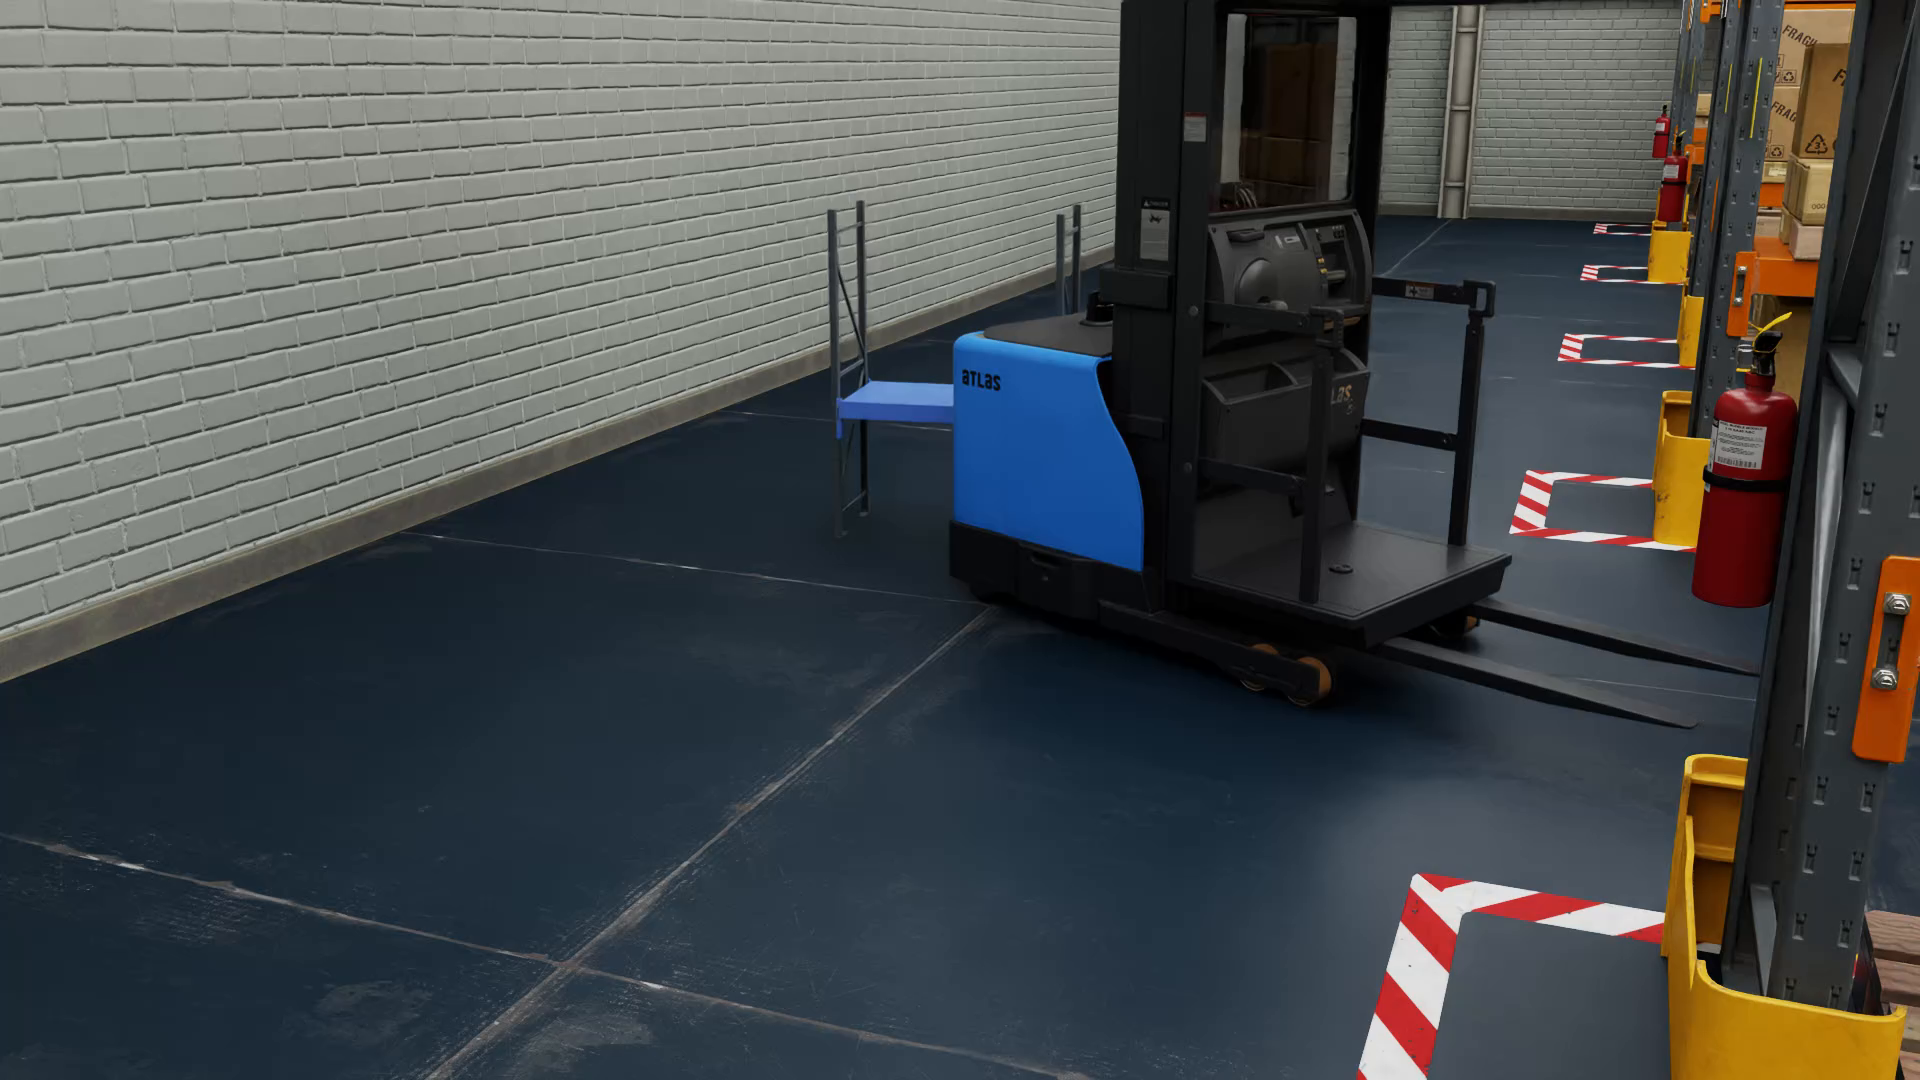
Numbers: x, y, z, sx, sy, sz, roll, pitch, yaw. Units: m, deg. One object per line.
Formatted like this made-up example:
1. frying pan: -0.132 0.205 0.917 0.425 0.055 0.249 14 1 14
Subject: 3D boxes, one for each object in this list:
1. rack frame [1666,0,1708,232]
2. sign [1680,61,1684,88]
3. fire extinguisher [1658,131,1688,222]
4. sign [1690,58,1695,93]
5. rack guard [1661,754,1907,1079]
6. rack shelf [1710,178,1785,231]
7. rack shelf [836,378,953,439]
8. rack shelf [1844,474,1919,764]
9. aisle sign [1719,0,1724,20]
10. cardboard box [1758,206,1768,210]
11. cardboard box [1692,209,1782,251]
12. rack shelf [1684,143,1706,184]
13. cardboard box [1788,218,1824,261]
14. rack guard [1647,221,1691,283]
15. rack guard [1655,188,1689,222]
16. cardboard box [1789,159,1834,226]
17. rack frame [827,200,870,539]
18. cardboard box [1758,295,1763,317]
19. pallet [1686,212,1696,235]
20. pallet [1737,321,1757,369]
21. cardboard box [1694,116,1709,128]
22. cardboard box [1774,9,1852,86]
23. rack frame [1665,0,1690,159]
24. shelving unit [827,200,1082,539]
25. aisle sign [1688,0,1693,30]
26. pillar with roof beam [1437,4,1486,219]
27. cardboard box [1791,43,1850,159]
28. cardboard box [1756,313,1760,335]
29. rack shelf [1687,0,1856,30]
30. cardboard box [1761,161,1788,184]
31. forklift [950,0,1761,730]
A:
1. rack frame: 7.211 -4.128 16.512 0.127 3.000 1.000 6 17 21
2. sign: 8.830 -5.691 20.343 0.005 0.325 0.100 6 17 21
3. fire extinguisher: 5.424 -2.763 12.618 0.183 0.674 0.296 6 17 21
4. sign: 7.002 -4.438 15.887 0.005 0.325 0.100 6 17 21
5. rack guard: 1.730 0.928 3.580 0.348 0.500 1.175 6 17 21
6. rack shelf: 7.349 -2.284 11.450 4.000 0.370 1.077 6 17 21
7. rack shelf: -0.015 -0.588 7.655 1.000 0.185 0.538 4 17 12
8. rack shelf: 3.618 0.277 2.630 4.000 0.370 1.077 6 17 21
9. aisle sign: 5.531 -4.167 11.986 0.004 0.787 0.394 6 17 21
10. cardboard box: 9.944 -4.107 20.802 0.250 0.149 0.380 6 17 18
11. cardboard box: 7.861 -3.058 16.668 0.875 0.438 0.875 6 17 19
12. rack shelf: 9.071 -3.578 15.908 4.000 0.370 1.077 6 17 21
13. cardboard box: 3.784 -1.315 7.274 0.250 0.149 0.380 6 17 21
14. rack guard: 7.188 -2.930 16.869 0.348 0.500 1.175 6 17 21
15. rack guard: 9.099 -4.207 21.270 0.348 0.500 1.175 6 17 21
16. cardboard box: 3.922 -1.509 7.228 0.500 0.250 0.500 6 17 19
17. rack frame: -0.511 -0.792 7.712 0.032 1.500 0.500 4 17 12
18. cardboard box: 5.882 -1.689 11.938 0.250 0.149 0.380 7 18 23
19. pallet: 9.841 -3.987 21.030 1.213 0.211 1.003 6 17 21
20. pallet: 6.302 -1.395 12.099 1.213 0.211 1.003 6 17 21
21. cardboard box: 9.234 -5.190 20.622 0.250 0.149 0.380 6 17 20
22. cardboard box: 5.809 -3.390 11.464 0.500 0.500 0.500 6 17 20
23. rack frame: 9.029 -5.416 20.948 0.127 3.000 1.000 6 17 21
24. shelving unit: -0.015 -0.761 7.604 1.048 1.500 0.538 4 17 12
25. aisle sign: 7.258 -5.464 16.452 0.004 0.787 0.394 6 17 21
26. pillar with roof beam: 5.272 -7.690 18.021 0.400 9.000 9.100 6 17 21
27. cardboard box: 4.124 -2.007 7.597 0.500 0.500 0.500 7 17 21
28. cardboard box: 5.858 -1.530 11.923 0.250 0.149 0.380 7 17 22
29. rack shelf: 10.889 -6.306 19.925 4.000 0.370 1.077 6 17 21
30. cardboard box: 5.670 -2.595 11.683 0.250 0.149 0.380 6 17 20
31. forklift: 1.350 -1.000 5.860 1.130 2.935 3.031 -15 22 -42
